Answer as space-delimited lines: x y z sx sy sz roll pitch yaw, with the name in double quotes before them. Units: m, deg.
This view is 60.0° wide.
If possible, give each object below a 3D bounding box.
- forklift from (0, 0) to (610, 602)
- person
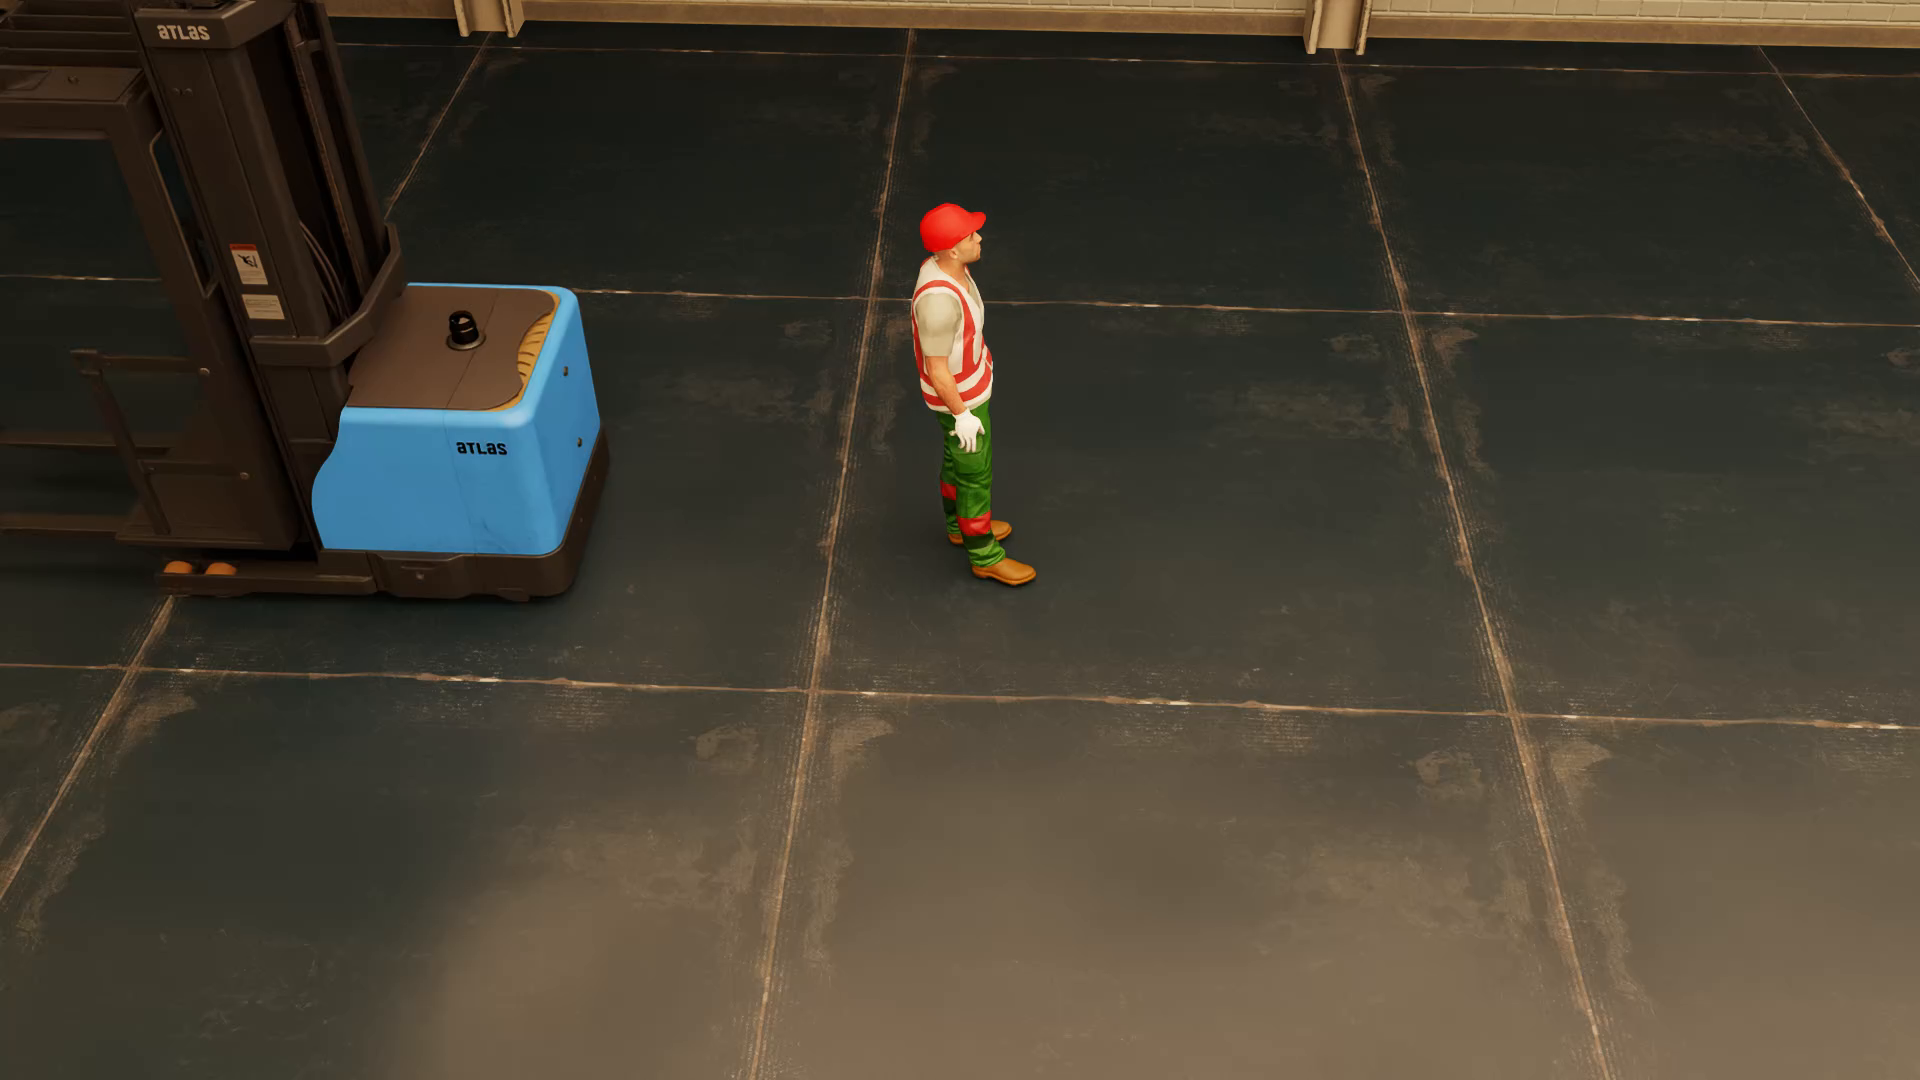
"forklift" -3.263 -1.172 7.026 3.031 2.935 1.130 2 42 2
"person" 0.079 -0.655 7.296 0.564 1.787 0.637 2 42 2
